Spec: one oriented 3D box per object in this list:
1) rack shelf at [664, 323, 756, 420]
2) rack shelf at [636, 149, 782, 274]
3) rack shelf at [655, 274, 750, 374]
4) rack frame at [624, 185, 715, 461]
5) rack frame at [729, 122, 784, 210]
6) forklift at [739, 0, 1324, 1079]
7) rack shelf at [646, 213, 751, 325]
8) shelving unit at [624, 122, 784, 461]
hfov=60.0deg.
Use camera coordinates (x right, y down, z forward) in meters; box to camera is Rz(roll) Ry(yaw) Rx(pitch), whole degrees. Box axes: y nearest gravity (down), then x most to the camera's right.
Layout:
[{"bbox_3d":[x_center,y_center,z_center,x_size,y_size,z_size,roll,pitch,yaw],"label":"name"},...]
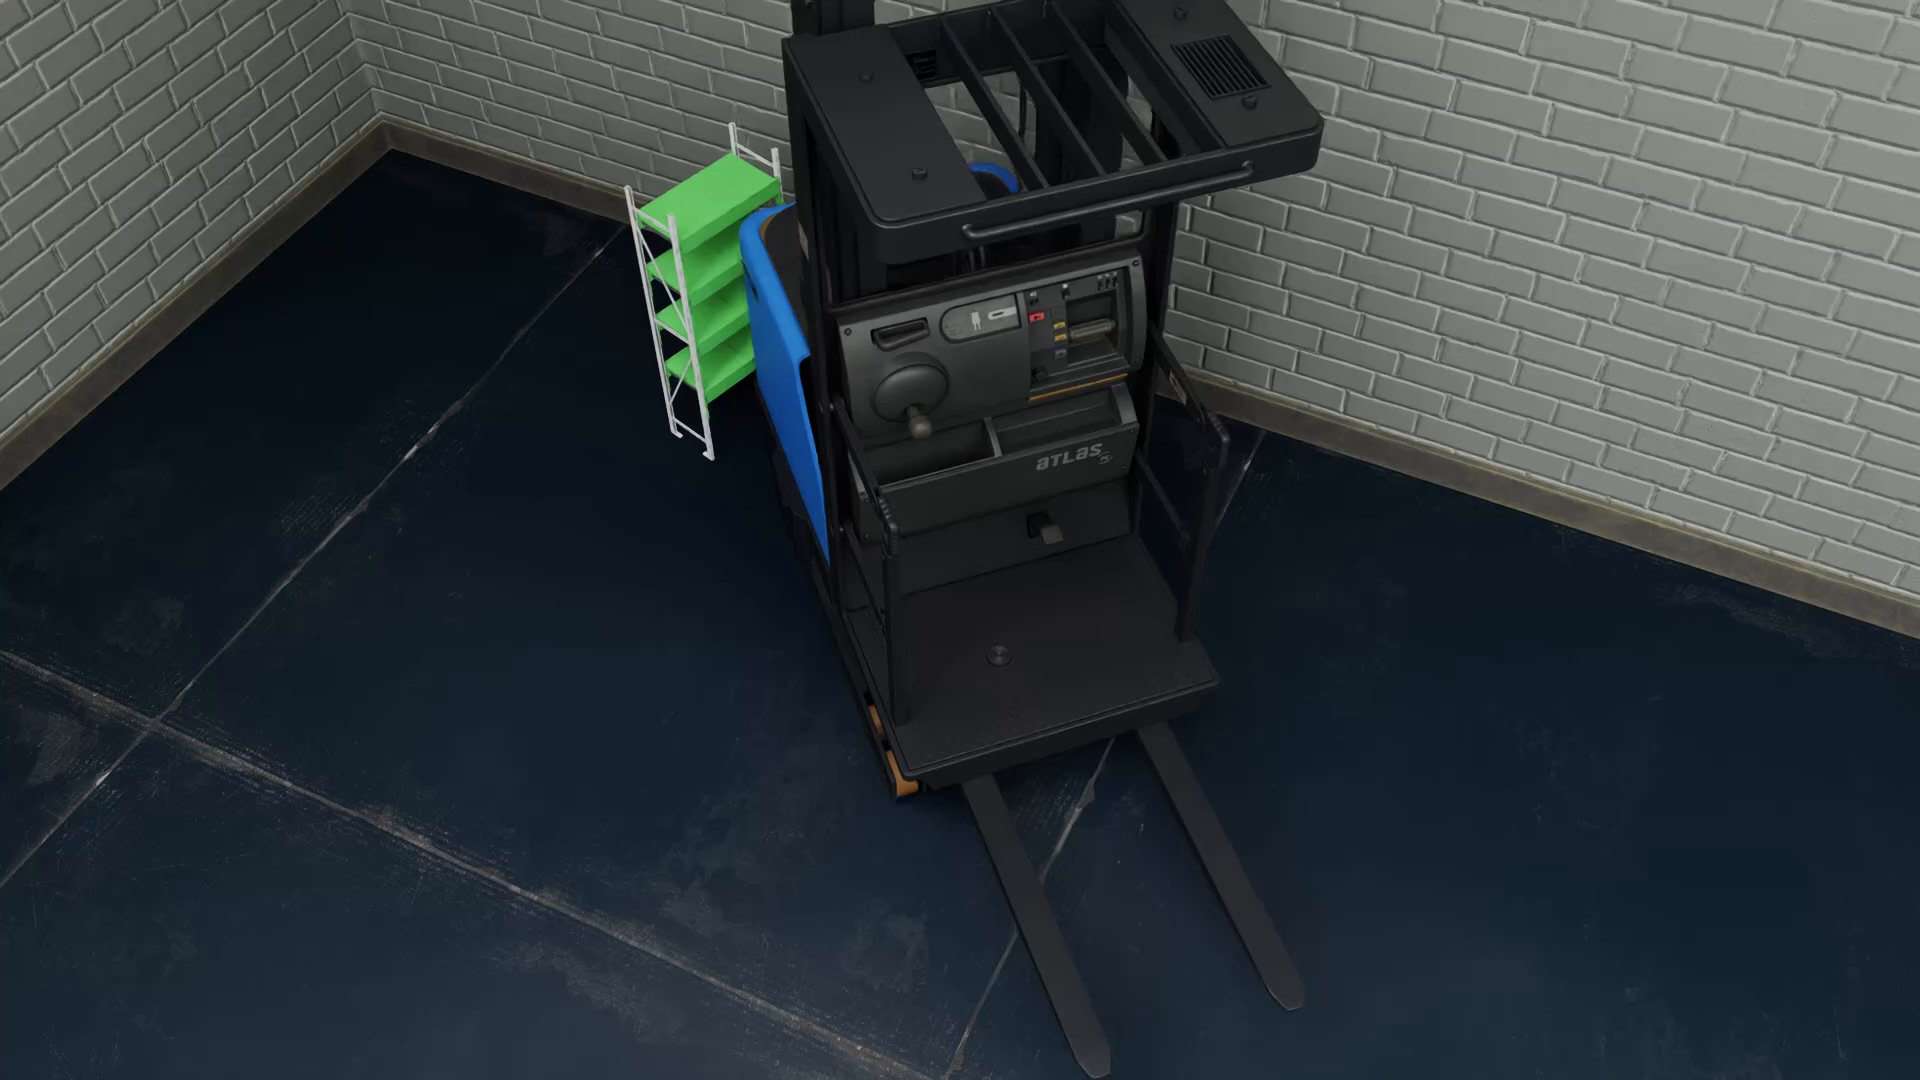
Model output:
[{"bbox_3d":[-0.893,-0.705,6.461,0.258,0.148,0.480,34,58,26],"label":"rack shelf"},{"bbox_3d":[-0.895,-1.173,5.913,0.258,0.148,0.480,34,58,26],"label":"rack shelf"},{"bbox_3d":[-0.894,-0.861,6.278,0.258,0.148,0.480,34,58,26],"label":"rack shelf"},{"bbox_3d":[-1.056,-0.764,6.112,0.240,1.200,0.015,34,58,26],"label":"rack frame"},{"bbox_3d":[-0.731,-1.041,6.348,0.240,1.200,0.015,34,58,26],"label":"rack frame"},{"bbox_3d":[0.180,-0.462,4.718,1.130,2.935,3.031,-15,51,-12],"label":"forklift"},{"bbox_3d":[-0.894,-1.017,6.096,0.258,0.148,0.480,34,58,26],"label":"rack shelf"},{"bbox_3d":[-0.894,-0.903,6.230,0.258,1.200,0.503,34,58,26],"label":"shelving unit"}]
